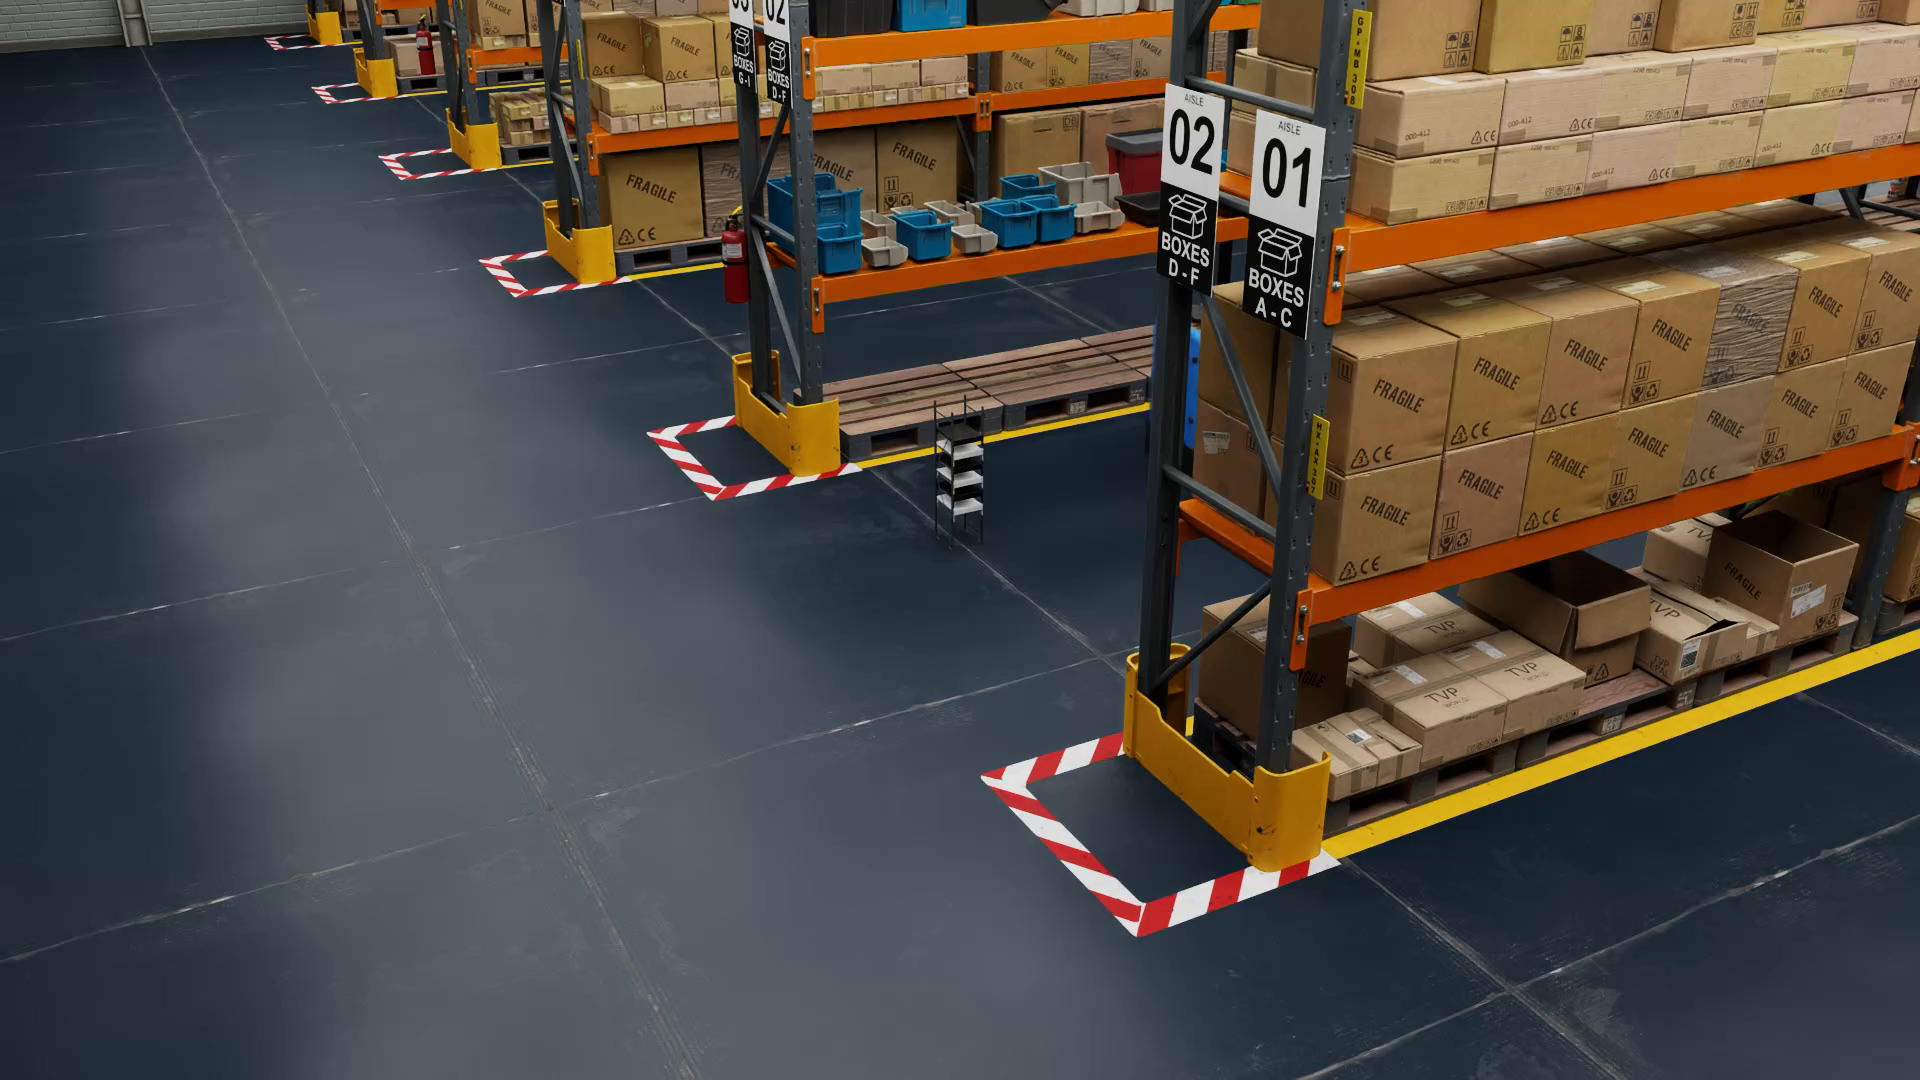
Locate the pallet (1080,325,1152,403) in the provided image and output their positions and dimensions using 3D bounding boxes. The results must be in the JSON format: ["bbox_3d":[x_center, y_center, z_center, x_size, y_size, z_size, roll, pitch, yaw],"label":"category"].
[{"bbox_3d":[1.701,-1.423,12.970,1.213,0.211,1.003,-13,29,-25],"label":"pallet"}]

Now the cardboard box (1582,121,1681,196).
[{"bbox_3d":[2.590,-1.629,6.885,0.500,0.250,0.500,-13,29,-25],"label":"cardboard box"}]

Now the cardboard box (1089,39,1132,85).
[{"bbox_3d":[1.410,-4.984,17.050,0.500,0.500,0.500,-14,29,-26],"label":"cardboard box"}]

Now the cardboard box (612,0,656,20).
[{"bbox_3d":[-3.902,-6.321,19.491,0.500,0.500,0.500,-14,29,-26],"label":"cardboard box"}]

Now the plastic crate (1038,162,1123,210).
[{"bbox_3d":[0.898,-2.578,12.221,0.530,0.282,0.437,-13,29,-25],"label":"plastic crate"}]

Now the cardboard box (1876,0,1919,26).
[{"bbox_3d":[4.248,-2.687,7.644,0.500,0.500,0.700,-13,29,-25],"label":"cardboard box"}]

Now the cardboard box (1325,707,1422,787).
[{"bbox_3d":[1.882,0.936,7.599,0.250,0.166,0.380,-13,29,-25],"label":"cardboard box"}]

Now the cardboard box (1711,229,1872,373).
[{"bbox_3d":[3.884,-1.141,7.890,0.500,0.500,0.500,-14,29,-26],"label":"cardboard box"}]

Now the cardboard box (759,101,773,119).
[{"bbox_3d":[-1.926,-4.017,15.442,0.250,0.149,0.380,-13,29,-26],"label":"cardboard box"}]

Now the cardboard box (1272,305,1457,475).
[{"bbox_3d":[1.645,-0.623,6.811,0.500,0.500,0.500,-12,28,-24],"label":"cardboard box"}]

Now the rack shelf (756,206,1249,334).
[{"bbox_3d":[0.567,-2.113,12.017,4.000,0.370,1.077,-13,29,-25],"label":"rack shelf"}]

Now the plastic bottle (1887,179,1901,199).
[{"bbox_3d":[9.564,-3.604,17.015,0.097,0.201,0.097,0,26,0],"label":"plastic bottle"}]

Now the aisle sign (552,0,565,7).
[{"bbox_3d":[-3.451,-4.964,14.121,0.004,0.787,0.394,-13,29,-25],"label":"aisle sign"}]

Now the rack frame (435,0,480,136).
[{"bbox_3d":[-5.773,-5.836,18.941,0.127,3.000,1.000,-13,29,-25],"label":"rack frame"}]

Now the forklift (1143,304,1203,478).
[{"bbox_3d":[2.798,-1.945,10.914,3.031,2.935,1.130,-12,28,-23],"label":"forklift"}]

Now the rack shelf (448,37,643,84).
[{"bbox_3d":[-4.008,-5.920,19.945,4.000,0.370,1.077,-13,29,-25],"label":"rack shelf"}]

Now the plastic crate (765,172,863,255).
[{"bbox_3d":[-0.990,-2.213,11.283,0.499,0.435,0.616,-13,29,-25],"label":"plastic crate"}]

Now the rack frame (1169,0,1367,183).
[{"bbox_3d":[1.130,-2.842,5.772,0.127,3.000,1.000,-13,29,-25],"label":"rack frame"}]

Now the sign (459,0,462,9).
[{"bbox_3d":[-5.518,-6.020,18.322,0.005,0.325,0.100,-13,29,-25],"label":"sign"}]

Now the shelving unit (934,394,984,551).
[{"bbox_3d":[-0.007,-0.404,10.052,0.210,0.900,0.258,-13,29,-25],"label":"shelving unit"}]

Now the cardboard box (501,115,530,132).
[{"bbox_3d":[-5.190,-4.883,19.420,0.250,0.149,0.380,-12,28,-23],"label":"cardboard box"}]

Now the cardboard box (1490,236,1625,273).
[{"bbox_3d":[2.747,-1.144,7.897,0.500,0.500,0.500,-12,28,-24],"label":"cardboard box"}]

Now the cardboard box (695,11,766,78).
[{"bbox_3d":[-2.082,-4.531,15.184,0.500,0.500,0.500,-14,29,-26],"label":"cardboard box"}]

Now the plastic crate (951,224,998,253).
[{"bbox_3d":[0.096,-2.035,11.258,0.298,0.136,0.250,-13,29,-25],"label":"plastic crate"}]

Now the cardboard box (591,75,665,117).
[{"bbox_3d":[-2.978,-3.983,14.909,0.500,0.250,0.500,-14,29,-26],"label":"cardboard box"}]

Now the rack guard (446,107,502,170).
[{"bbox_3d":[-5.706,-4.725,19.514,0.348,0.500,1.175,-13,29,-25],"label":"rack guard"}]

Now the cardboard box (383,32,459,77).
[{"bbox_3d":[-7.656,-6.913,23.658,0.875,0.438,0.875,-14,29,-27],"label":"cardboard box"}]

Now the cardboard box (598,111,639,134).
[{"bbox_3d":[-3.060,-3.755,14.895,0.250,0.149,0.380,-13,28,-25],"label":"cardboard box"}]

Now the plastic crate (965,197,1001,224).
[{"bbox_3d":[0.186,-2.360,11.936,0.250,0.136,0.298,-13,29,-25],"label":"plastic crate"}]

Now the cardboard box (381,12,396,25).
[{"bbox_3d":[-9.553,-8.665,27.641,0.250,0.149,0.380,-14,29,-27],"label":"cardboard box"}]

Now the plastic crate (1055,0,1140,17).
[{"bbox_3d":[0.903,-3.662,11.084,0.530,0.282,0.437,-13,29,-25],"label":"plastic crate"}]

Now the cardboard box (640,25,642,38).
[{"bbox_3d":[-3.731,-6.044,19.664,0.250,0.149,0.380,-12,28,-24],"label":"cardboard box"}]

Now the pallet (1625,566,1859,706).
[{"bbox_3d":[4.053,0.444,9.081,1.213,0.211,1.003,-13,29,-25],"label":"pallet"}]

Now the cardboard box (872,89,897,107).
[{"bbox_3d":[-0.794,-4.279,15.986,0.250,0.149,0.380,-12,28,-24],"label":"cardboard box"}]

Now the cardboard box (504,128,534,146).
[{"bbox_3d":[-5.160,-4.725,19.434,0.250,0.149,0.380,-12,28,-24],"label":"cardboard box"}]

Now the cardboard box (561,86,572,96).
[{"bbox_3d":[-4.750,-5.372,20.095,0.250,0.149,0.380,-14,29,-27],"label":"cardboard box"}]

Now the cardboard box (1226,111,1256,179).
[{"bbox_3d":[1.459,-1.628,6.882,0.500,0.250,0.500,-13,29,-25],"label":"cardboard box"}]

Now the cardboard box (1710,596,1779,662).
[{"bbox_3d":[3.987,0.458,8.615,0.250,0.149,0.380,-13,29,-25],"label":"cardboard box"}]

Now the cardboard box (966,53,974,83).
[{"bbox_3d":[0.285,-4.981,17.043,0.500,0.500,0.500,-13,29,-25],"label":"cardboard box"}]

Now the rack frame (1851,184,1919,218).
[{"bbox_3d":[9.391,-4.474,16.103,0.127,3.000,1.000,-13,29,-25],"label":"rack frame"}]

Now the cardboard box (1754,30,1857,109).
[{"bbox_3d":[3.473,-2.058,7.201,0.500,0.250,0.500,-13,29,-25],"label":"cardboard box"}]

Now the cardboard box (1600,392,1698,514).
[{"bbox_3d":[2.984,-0.482,7.672,0.500,0.500,0.500,-13,28,-24],"label":"cardboard box"}]

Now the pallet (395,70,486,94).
[{"bbox_3d":[-7.523,-6.642,23.840,1.213,0.211,1.003,-13,29,-25],"label":"pallet"}]

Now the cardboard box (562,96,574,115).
[{"bbox_3d":[-4.682,-5.090,19.508,0.250,0.149,0.380,-13,29,-25],"label":"cardboard box"}]

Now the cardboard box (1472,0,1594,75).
[{"bbox_3d":[2.056,-2.166,6.559,0.500,0.500,0.700,-13,29,-25],"label":"cardboard box"}]

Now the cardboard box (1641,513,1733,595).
[{"bbox_3d":[4.187,0.064,9.249,0.500,0.311,0.500,-13,29,-25],"label":"cardboard box"}]

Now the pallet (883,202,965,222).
[{"bbox_3d":[-0.707,-3.354,16.992,1.213,0.211,1.003,-13,29,-25],"label":"pallet"}]

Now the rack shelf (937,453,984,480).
[{"bbox_3d":[-0.007,-0.455,10.027,0.200,0.077,0.258,-13,29,-25],"label":"rack shelf"}]

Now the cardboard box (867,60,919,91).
[{"bbox_3d":[-0.720,-4.506,16.000,0.500,0.250,0.500,-12,28,-24],"label":"cardboard box"}]

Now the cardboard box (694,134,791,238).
[{"bbox_3d":[-2.198,-3.499,16.043,0.875,0.875,0.875,-13,29,-25],"label":"cardboard box"}]
